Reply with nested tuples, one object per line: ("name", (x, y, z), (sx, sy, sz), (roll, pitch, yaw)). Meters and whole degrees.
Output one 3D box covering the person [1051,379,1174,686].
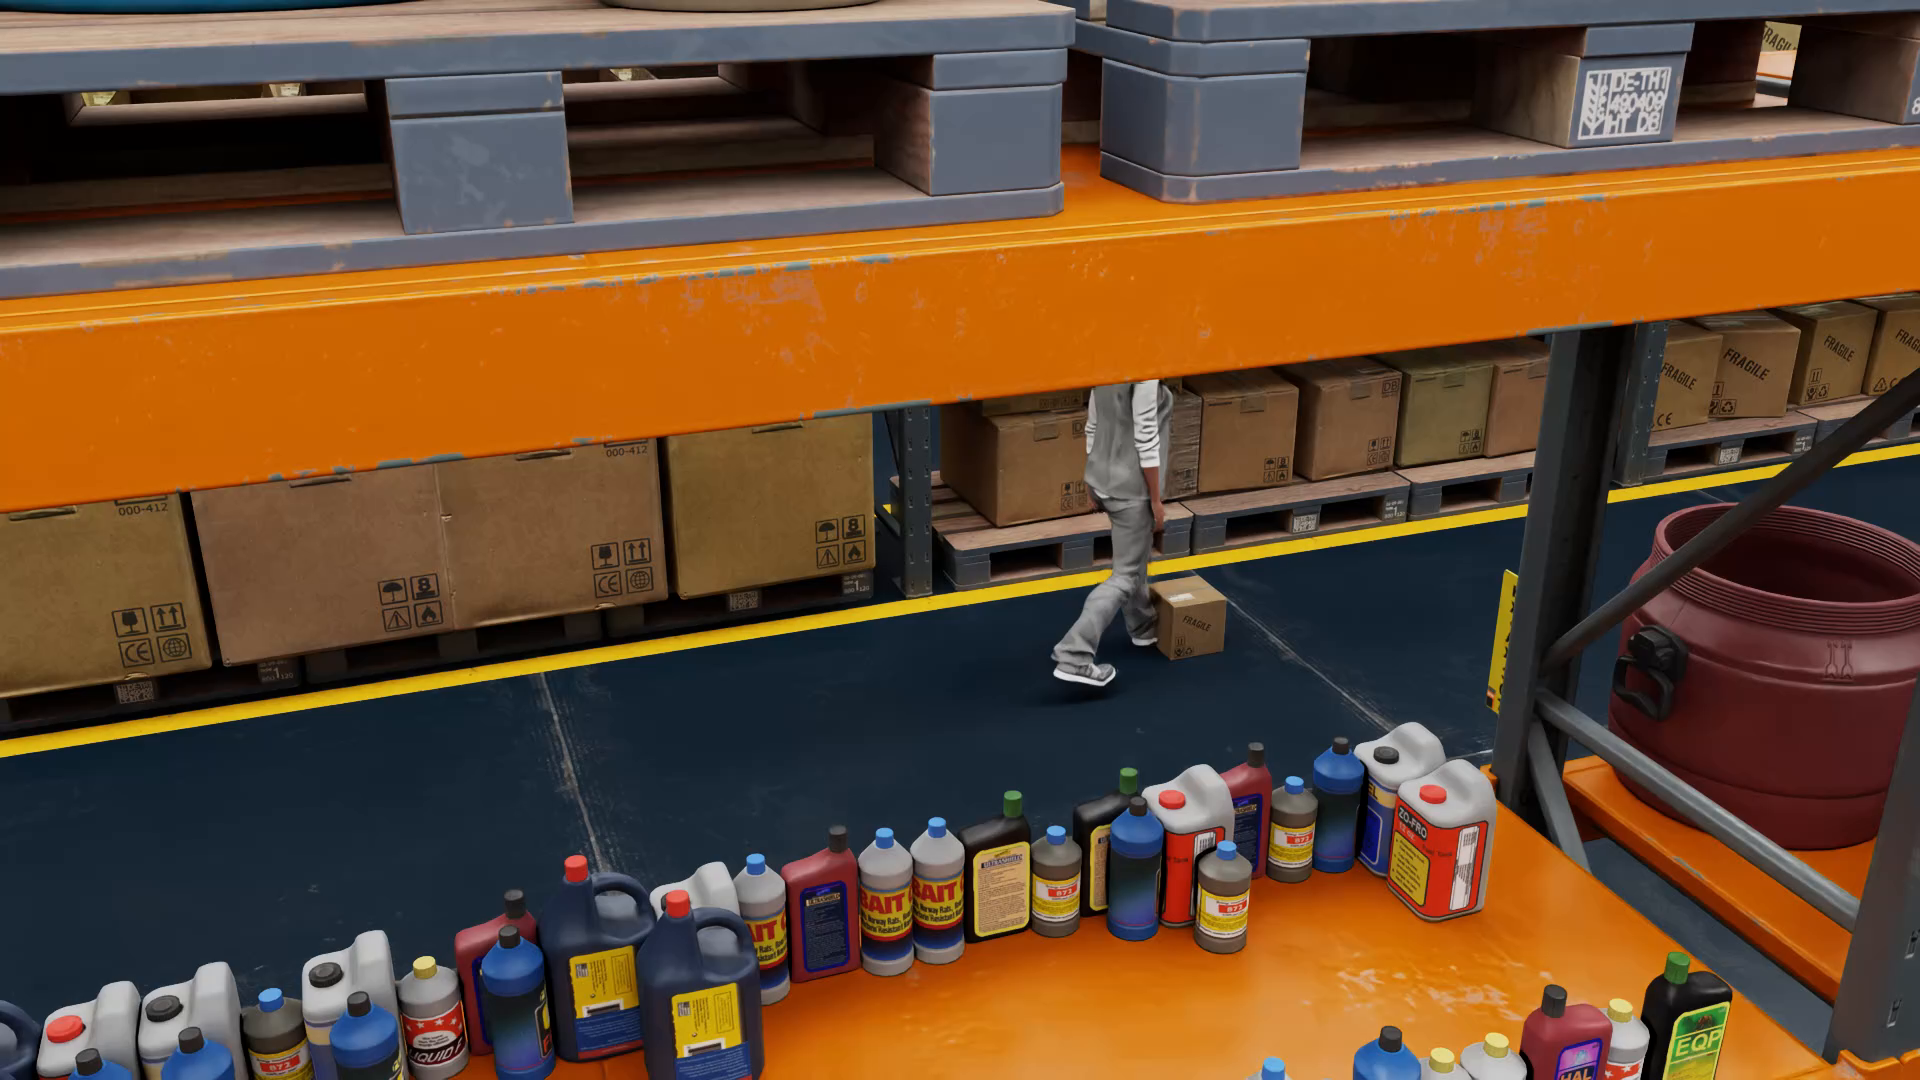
("person", (0.665, -0.213, 6.589), (0.807, 1.567, 0.450), (-11, 25, -24))
